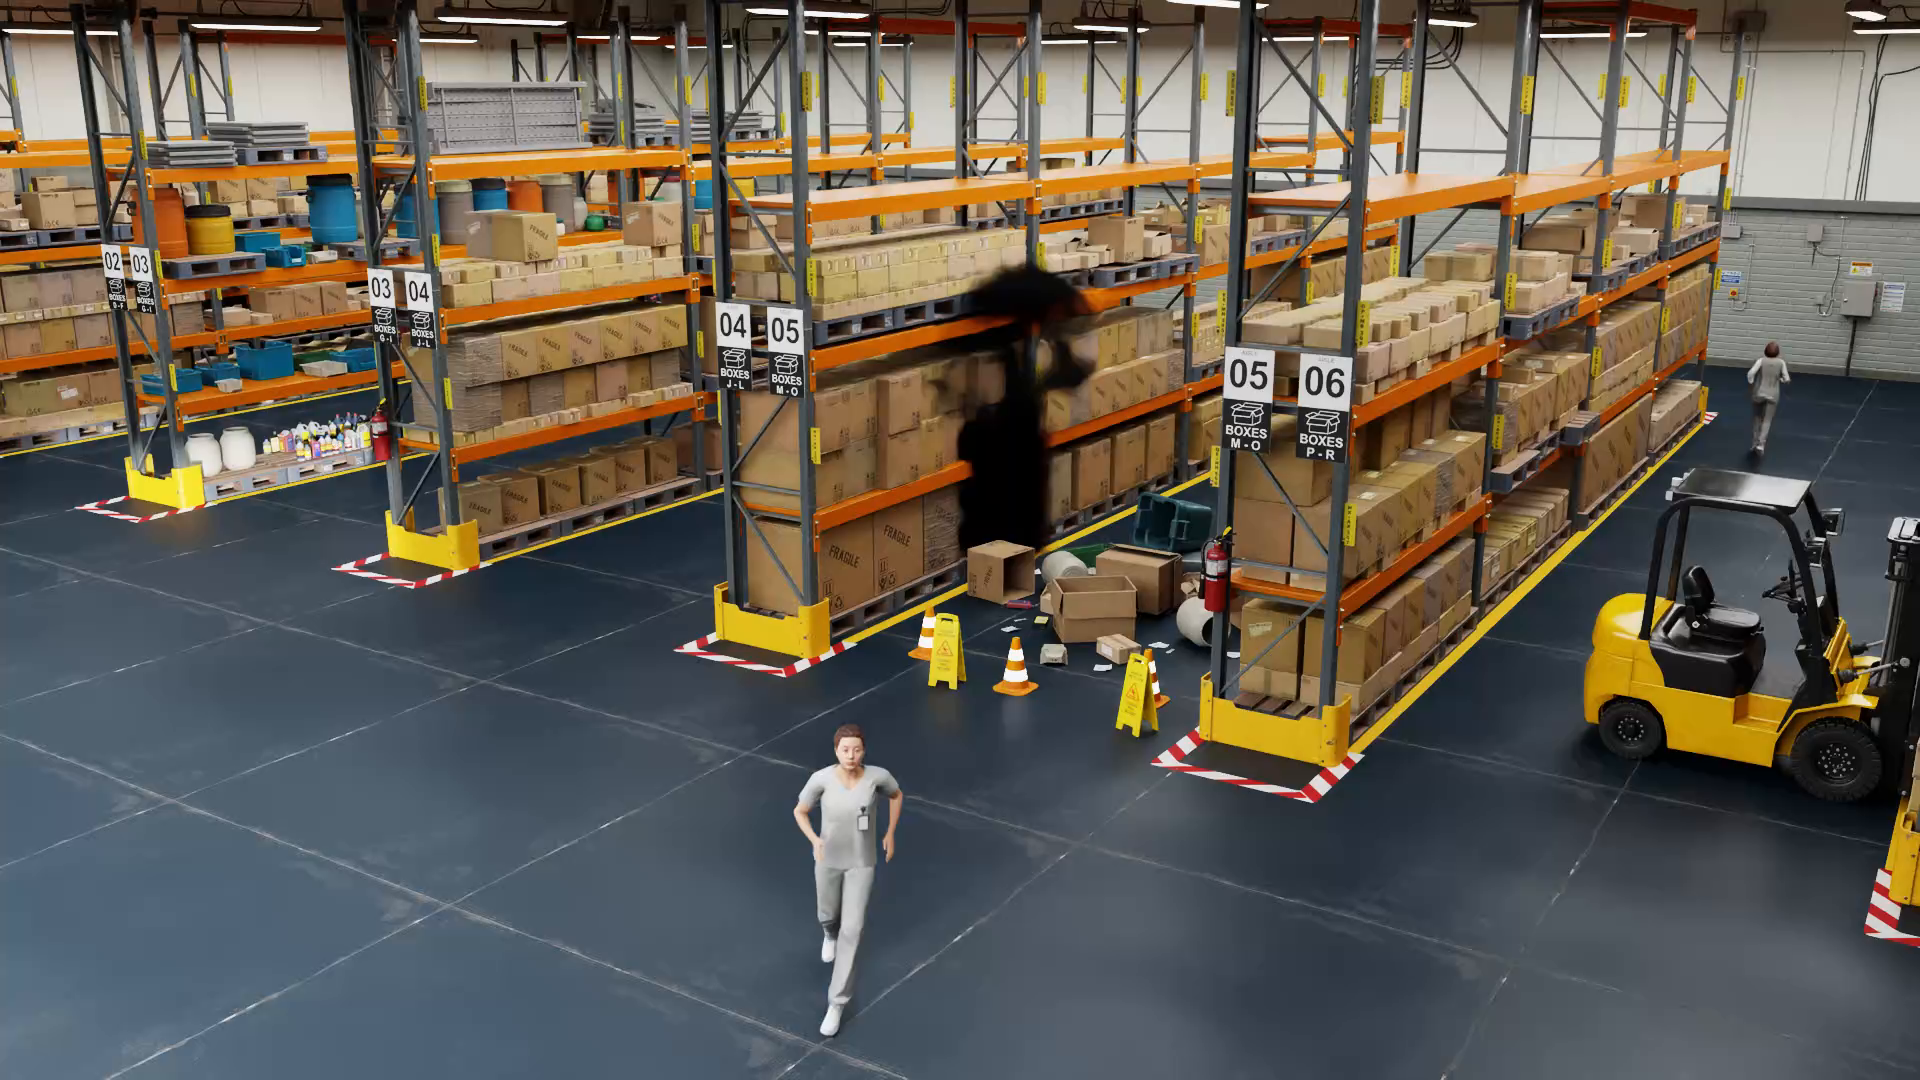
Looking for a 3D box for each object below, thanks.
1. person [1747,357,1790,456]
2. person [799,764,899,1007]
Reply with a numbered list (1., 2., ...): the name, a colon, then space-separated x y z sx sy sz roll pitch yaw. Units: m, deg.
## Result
1. person: 11.250 -1.853 23.230 0.533 1.394 0.809 9 18 28
2. person: -0.632 1.903 9.522 0.557 1.321 0.828 1 16 2
